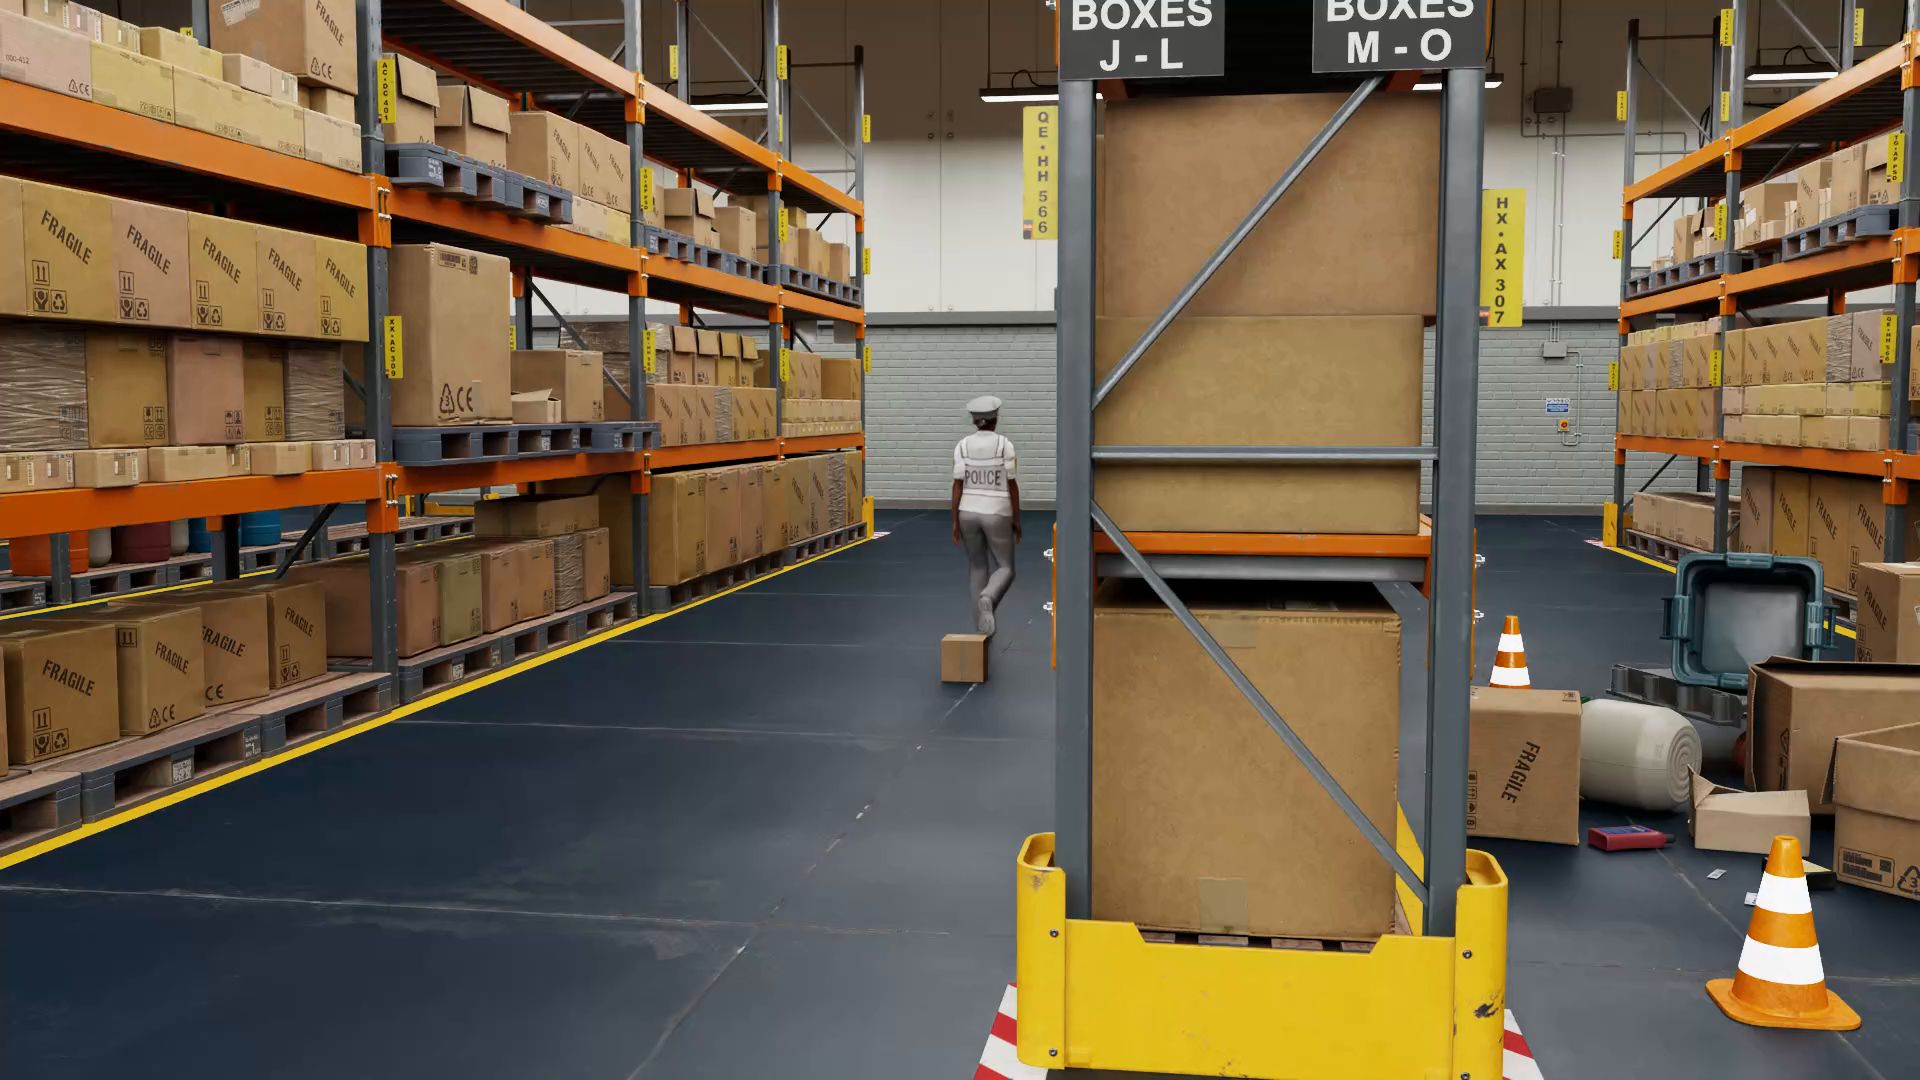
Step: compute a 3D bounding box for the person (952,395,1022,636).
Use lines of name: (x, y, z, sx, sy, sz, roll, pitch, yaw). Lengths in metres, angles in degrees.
person: (0.174, -0.149, 11.363, 0.465, 1.675, 0.663, 1, 5, 16)
